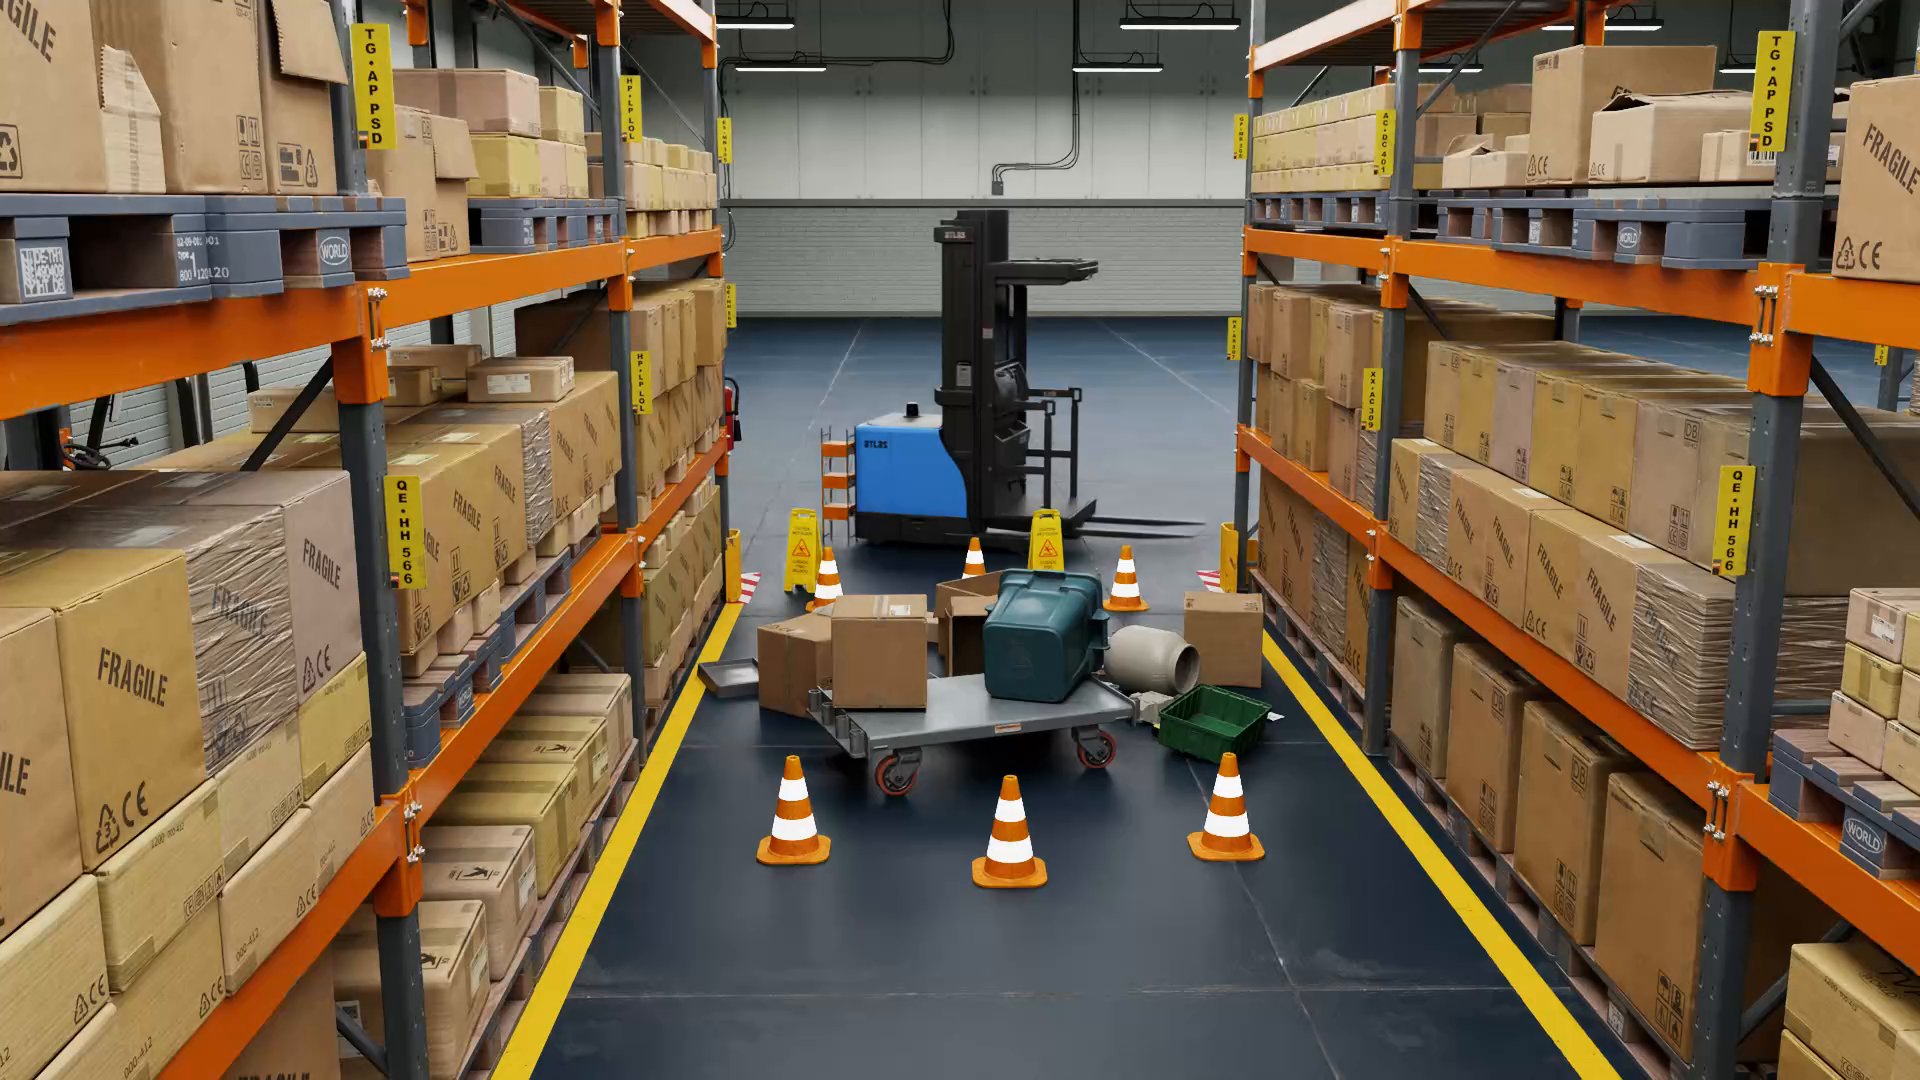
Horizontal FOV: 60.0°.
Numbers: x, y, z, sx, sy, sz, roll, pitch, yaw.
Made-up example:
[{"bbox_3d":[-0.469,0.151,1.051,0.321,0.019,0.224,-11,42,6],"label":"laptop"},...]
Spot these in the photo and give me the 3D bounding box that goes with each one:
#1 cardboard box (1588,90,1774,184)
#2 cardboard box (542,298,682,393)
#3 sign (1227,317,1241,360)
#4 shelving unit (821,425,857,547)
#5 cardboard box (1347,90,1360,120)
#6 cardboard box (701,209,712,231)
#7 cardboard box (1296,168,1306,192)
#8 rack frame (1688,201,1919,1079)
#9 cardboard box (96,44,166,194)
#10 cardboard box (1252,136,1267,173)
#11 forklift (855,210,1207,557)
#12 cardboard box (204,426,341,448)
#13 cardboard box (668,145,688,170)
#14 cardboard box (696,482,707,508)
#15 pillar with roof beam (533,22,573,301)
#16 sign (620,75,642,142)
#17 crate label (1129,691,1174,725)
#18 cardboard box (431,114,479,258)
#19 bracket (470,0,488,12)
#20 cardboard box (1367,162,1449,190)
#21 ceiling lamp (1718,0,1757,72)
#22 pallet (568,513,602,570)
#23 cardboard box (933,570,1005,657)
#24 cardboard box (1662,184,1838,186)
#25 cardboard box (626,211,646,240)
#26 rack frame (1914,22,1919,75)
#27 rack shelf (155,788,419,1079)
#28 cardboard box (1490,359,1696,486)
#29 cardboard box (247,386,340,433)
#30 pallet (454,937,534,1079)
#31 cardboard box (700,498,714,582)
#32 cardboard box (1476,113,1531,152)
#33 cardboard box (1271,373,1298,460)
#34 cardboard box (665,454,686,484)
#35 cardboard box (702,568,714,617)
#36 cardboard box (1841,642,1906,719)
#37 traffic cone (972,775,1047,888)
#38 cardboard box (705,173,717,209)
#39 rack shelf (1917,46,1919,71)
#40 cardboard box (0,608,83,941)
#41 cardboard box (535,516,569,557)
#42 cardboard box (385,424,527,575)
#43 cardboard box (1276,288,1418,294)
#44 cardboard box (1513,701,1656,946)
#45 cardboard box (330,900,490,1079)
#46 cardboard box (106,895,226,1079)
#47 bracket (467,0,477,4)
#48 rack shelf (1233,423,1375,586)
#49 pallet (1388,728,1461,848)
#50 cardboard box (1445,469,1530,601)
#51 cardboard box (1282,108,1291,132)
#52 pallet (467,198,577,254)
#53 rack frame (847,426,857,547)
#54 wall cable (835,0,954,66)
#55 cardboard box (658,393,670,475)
[{"bbox_3d":[2.501,-1.379,5.683,0.500,0.311,0.500,0,11,-1],"label":"cardboard box"},{"bbox_3d":[-1.988,-1.121,9.524,0.700,0.500,0.500,0,11,-1],"label":"cardboard box"},{"bbox_3d":[2.102,-1.543,12.745,0.100,0.325,0.005,0,11,-1],"label":"sign"},{"bbox_3d":[-1.075,-0.483,14.799,0.252,1.050,0.215,4,12,18],"label":"shelving unit"},{"bbox_3d":[2.404,-2.450,9.367,0.380,0.149,0.250,0,11,-1],"label":"cardboard box"},{"bbox_3d":[-1.965,-2.269,11.785,0.380,0.149,0.250,0,11,-1],"label":"cardboard box"},{"bbox_3d":[2.376,-2.312,10.691,0.380,0.149,0.250,0,11,-1],"label":"cardboard box"},{"bbox_3d":[2.823,0.509,5.006,1.000,3.000,0.127,0,11,-1],"label":"rack frame"},{"bbox_3d":[-1.746,-0.788,3.138,0.396,0.266,0.258,-1,11,-3],"label":"cardboard box"},{"bbox_3d":[2.411,-2.781,12.002,0.500,0.250,0.500,0,11,-1],"label":"cardboard box"},{"bbox_3d":[0.639,-1.397,14.573,3.031,2.935,1.130,4,12,17],"label":"forklift"},{"bbox_3d":[-2.445,-0.143,6.166,0.500,0.500,0.500,-1,12,-5],"label":"cardboard box"},{"bbox_3d":[-1.922,-2.408,10.466,0.380,0.149,0.250,0,11,0],"label":"cardboard box"},{"bbox_3d":[-1.936,-0.304,11.354,0.380,0.149,0.250,0,11,0],"label":"cardboard box"},{"bbox_3d":[-4.331,-8.606,34.847,9.100,9.000,0.548,0,11,-1],"label":"pillar with roof beam"},{"bbox_3d":[-1.652,-2.165,8.352,0.100,0.325,0.005,0,11,-1],"label":"sign"},{"bbox_3d":[1.124,0.990,9.833,0.298,0.136,0.250,-10,15,-40],"label":"crate label"},{"bbox_3d":[-2.184,-1.274,5.992,0.797,0.503,0.637,0,11,-1],"label":"cardboard box"},{"bbox_3d":[-8.147,-9.079,28.124,0.235,0.232,0.430,0,11,-1],"label":"bracket"},{"bbox_3d":[2.413,-1.959,8.951,0.380,0.149,0.250,0,11,-1],"label":"cardboard box"},{"bbox_3d":[17.855,-11.983,36.810,2.000,3.185,0.800,0,11,-1],"label":"ceiling lamp"},{"bbox_3d":[-2.337,0.001,7.993,1.003,0.211,1.213,0,11,-1],"label":"pallet"},{"bbox_3d":[0.278,0.521,11.224,0.797,0.503,0.637,-10,15,-40],"label":"cardboard box"},{"bbox_3d":[3.007,-1.519,6.373,0.500,0.311,0.500,0,11,-2],"label":"cardboard box"},{"bbox_3d":[-1.915,-1.708,9.021,0.380,0.149,0.250,0,11,-1],"label":"cardboard box"},{"bbox_3d":[7.618,-4.022,12.250,1.000,3.000,0.127,0,11,-1],"label":"rack frame"},{"bbox_3d":[-2.083,1.299,2.919,1.077,0.370,4.000,0,11,-1],"label":"rack shelf"},{"bbox_3d":[2.779,-0.524,7.331,0.700,0.500,0.500,0,11,-1],"label":"cardboard box"},{"bbox_3d":[-2.440,-0.493,6.258,0.380,0.149,0.250,-1,11,-4],"label":"cardboard box"},{"bbox_3d":[-2.139,1.761,5.850,1.003,0.211,1.213,0,11,-1],"label":"pallet"},{"bbox_3d":[-1.998,-0.005,11.512,0.500,0.500,0.500,0,11,1],"label":"cardboard box"},{"bbox_3d":[3.010,-2.182,9.046,0.500,0.250,0.500,0,11,-1],"label":"cardboard box"},{"bbox_3d":[2.629,-0.860,11.377,0.875,0.550,0.550,0,11,-1],"label":"cardboard box"},{"bbox_3d":[-1.910,-0.441,10.320,0.380,0.149,0.250,0,11,-1],"label":"cardboard box"},{"bbox_3d":[-2.001,0.363,11.583,0.500,0.250,0.500,0,11,-1],"label":"cardboard box"},{"bbox_3d":[2.632,0.377,4.482,0.380,0.149,0.250,0,11,1],"label":"cardboard box"},{"bbox_3d":[0.224,1.292,7.528,0.336,0.463,0.334,0,11,-1],"label":"traffic cone"},{"bbox_3d":[-2.010,-2.483,11.837,0.500,0.250,0.500,0,11,-2],"label":"cardboard box"},{"bbox_3d":[7.660,-3.270,10.362,1.077,0.370,4.000,0,11,-1],"label":"rack shelf"},{"bbox_3d":[-1.826,0.413,2.711,0.500,0.500,0.500,0,11,-2],"label":"cardboard box"},{"bbox_3d":[-1.914,-0.024,7.211,0.380,0.149,0.250,0,11,-1],"label":"cardboard box"},{"bbox_3d":[-1.938,-0.151,6.202,0.500,0.500,0.500,0,11,0],"label":"cardboard box"},{"bbox_3d":[2.730,-1.501,11.821,0.875,0.550,0.550,0,11,-1],"label":"cardboard box"},{"bbox_3d":[2.878,1.110,6.643,1.050,0.750,0.750,0,11,0],"label":"cardboard box"},{"bbox_3d":[-2.126,1.519,5.580,0.950,0.372,0.625,-1,12,-5],"label":"cardboard box"},{"bbox_3d":[-1.834,0.924,3.338,0.500,0.250,0.500,0,11,-2],"label":"cardboard box"},{"bbox_3d":[-8.094,-8.567,25.599,0.076,0.066,4.783,0,11,-1],"label":"bracket"},{"bbox_3d":[2.699,-0.331,10.957,1.077,0.370,4.000,0,11,-1],"label":"rack shelf"},{"bbox_3d":[2.831,1.233,8.448,1.003,0.211,1.213,0,11,-1],"label":"pallet"},{"bbox_3d":[2.501,-0.030,7.410,0.500,0.500,0.500,0,11,-1],"label":"cardboard box"},{"bbox_3d":[2.366,-2.804,11.111,0.380,0.149,0.250,0,11,-2],"label":"cardboard box"},{"bbox_3d":[-2.276,-1.294,6.823,1.213,0.211,1.003,0,11,-1],"label":"pallet"},{"bbox_3d":[-0.959,-0.475,14.761,0.008,1.050,0.200,4,12,18],"label":"rack frame"},{"bbox_3d":[-1.699,-13.578,43.024,3.097,2.526,0.112,0,11,-1],"label":"wall cable"},{"bbox_3d":[-1.971,-0.629,9.615,0.500,0.500,0.500,0,11,-1],"label":"cardboard box"}]
